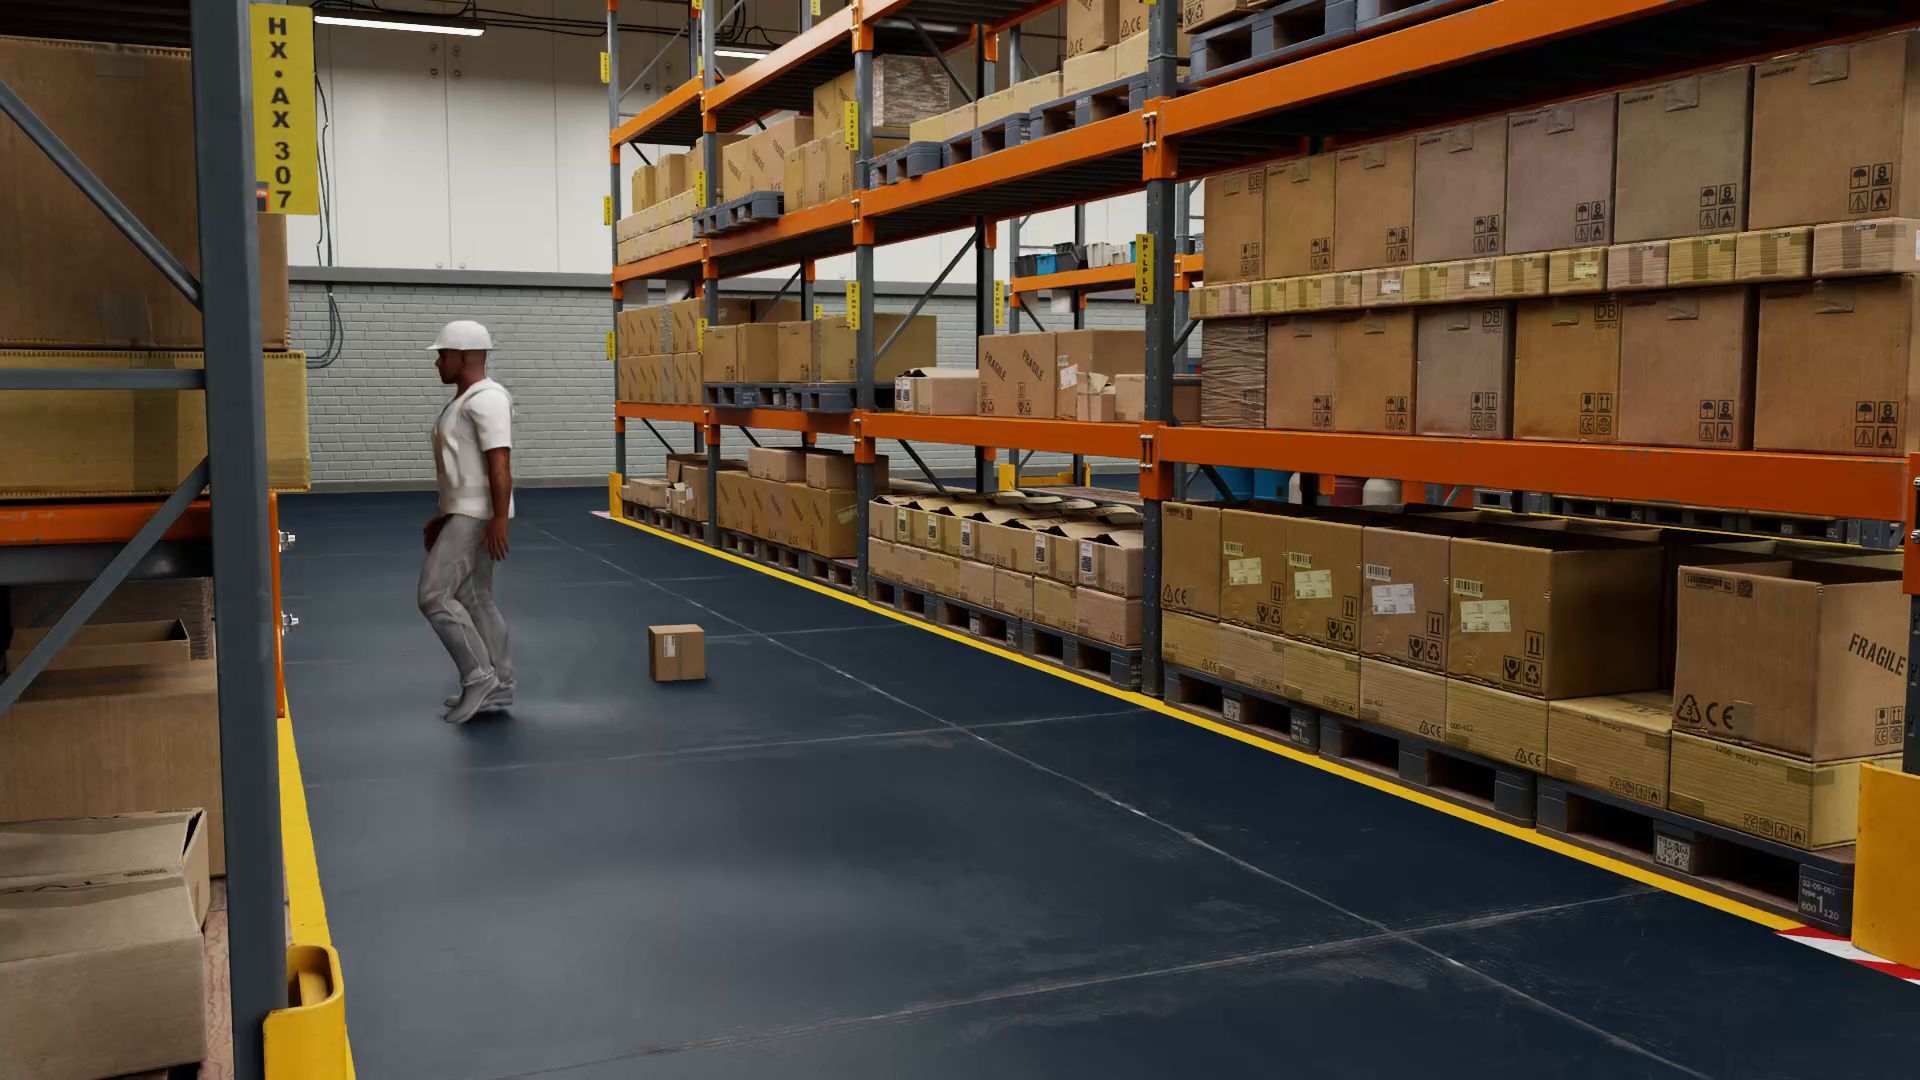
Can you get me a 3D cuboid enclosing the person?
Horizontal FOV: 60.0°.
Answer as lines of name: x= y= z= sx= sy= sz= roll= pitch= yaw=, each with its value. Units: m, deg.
person: x=-2.226 y=-0.076 z=7.471 sx=0.457 sy=1.804 sz=0.635 roll=-2 pitch=6 yaw=-24
